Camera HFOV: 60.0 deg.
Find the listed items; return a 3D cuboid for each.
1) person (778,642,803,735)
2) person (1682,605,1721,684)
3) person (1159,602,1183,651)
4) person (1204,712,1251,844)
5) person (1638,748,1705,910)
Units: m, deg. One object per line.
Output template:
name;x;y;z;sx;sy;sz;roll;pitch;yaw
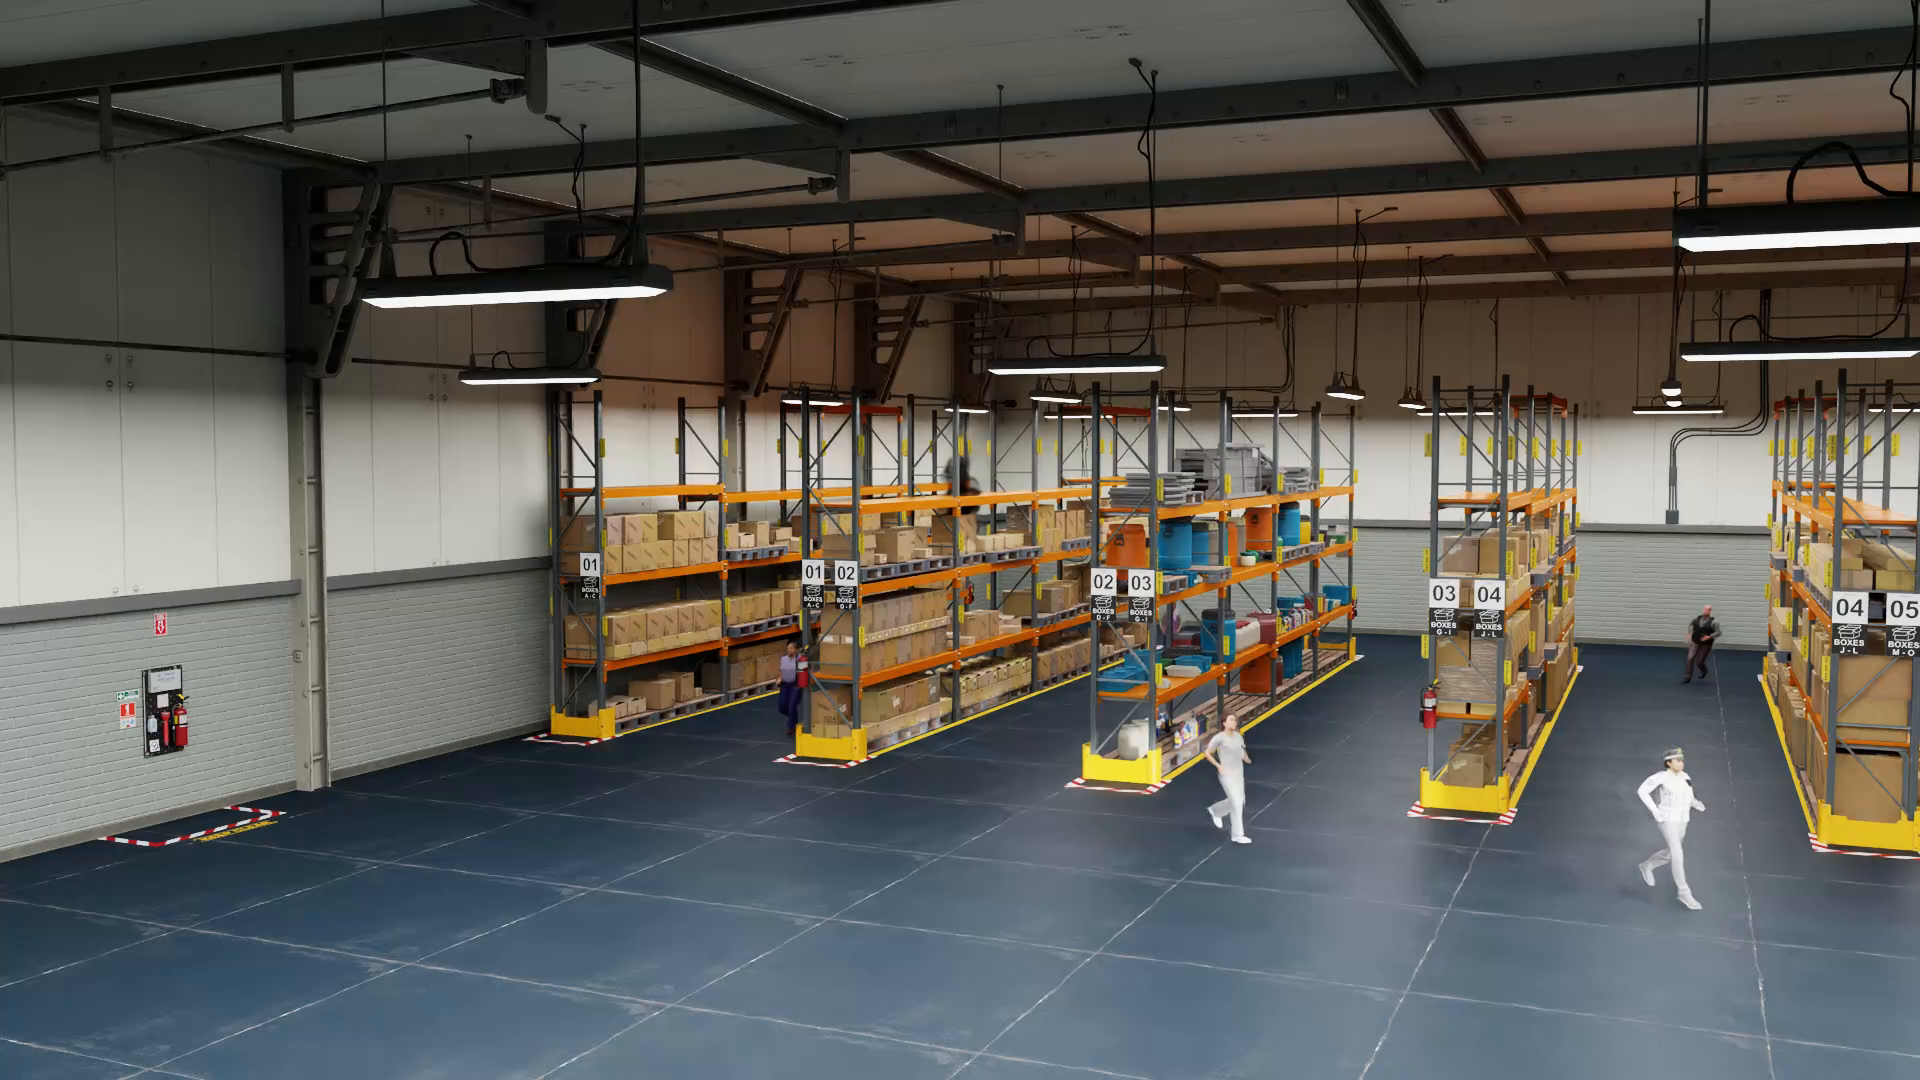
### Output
person;-2.925;2.596;29.167;0.593;1.589;0.561;1;3;18
person;15.770;2.214;35.288;0.702;1.682;0.858;3;4;45
person;4.743;2.162;37.453;0.535;1.580;0.608;1;3;11
person;3.422;3.005;21.239;0.576;1.637;0.837;-2;4;-33
person;7.873;3.133;18.380;0.615;1.709;0.891;-1;3;-23
